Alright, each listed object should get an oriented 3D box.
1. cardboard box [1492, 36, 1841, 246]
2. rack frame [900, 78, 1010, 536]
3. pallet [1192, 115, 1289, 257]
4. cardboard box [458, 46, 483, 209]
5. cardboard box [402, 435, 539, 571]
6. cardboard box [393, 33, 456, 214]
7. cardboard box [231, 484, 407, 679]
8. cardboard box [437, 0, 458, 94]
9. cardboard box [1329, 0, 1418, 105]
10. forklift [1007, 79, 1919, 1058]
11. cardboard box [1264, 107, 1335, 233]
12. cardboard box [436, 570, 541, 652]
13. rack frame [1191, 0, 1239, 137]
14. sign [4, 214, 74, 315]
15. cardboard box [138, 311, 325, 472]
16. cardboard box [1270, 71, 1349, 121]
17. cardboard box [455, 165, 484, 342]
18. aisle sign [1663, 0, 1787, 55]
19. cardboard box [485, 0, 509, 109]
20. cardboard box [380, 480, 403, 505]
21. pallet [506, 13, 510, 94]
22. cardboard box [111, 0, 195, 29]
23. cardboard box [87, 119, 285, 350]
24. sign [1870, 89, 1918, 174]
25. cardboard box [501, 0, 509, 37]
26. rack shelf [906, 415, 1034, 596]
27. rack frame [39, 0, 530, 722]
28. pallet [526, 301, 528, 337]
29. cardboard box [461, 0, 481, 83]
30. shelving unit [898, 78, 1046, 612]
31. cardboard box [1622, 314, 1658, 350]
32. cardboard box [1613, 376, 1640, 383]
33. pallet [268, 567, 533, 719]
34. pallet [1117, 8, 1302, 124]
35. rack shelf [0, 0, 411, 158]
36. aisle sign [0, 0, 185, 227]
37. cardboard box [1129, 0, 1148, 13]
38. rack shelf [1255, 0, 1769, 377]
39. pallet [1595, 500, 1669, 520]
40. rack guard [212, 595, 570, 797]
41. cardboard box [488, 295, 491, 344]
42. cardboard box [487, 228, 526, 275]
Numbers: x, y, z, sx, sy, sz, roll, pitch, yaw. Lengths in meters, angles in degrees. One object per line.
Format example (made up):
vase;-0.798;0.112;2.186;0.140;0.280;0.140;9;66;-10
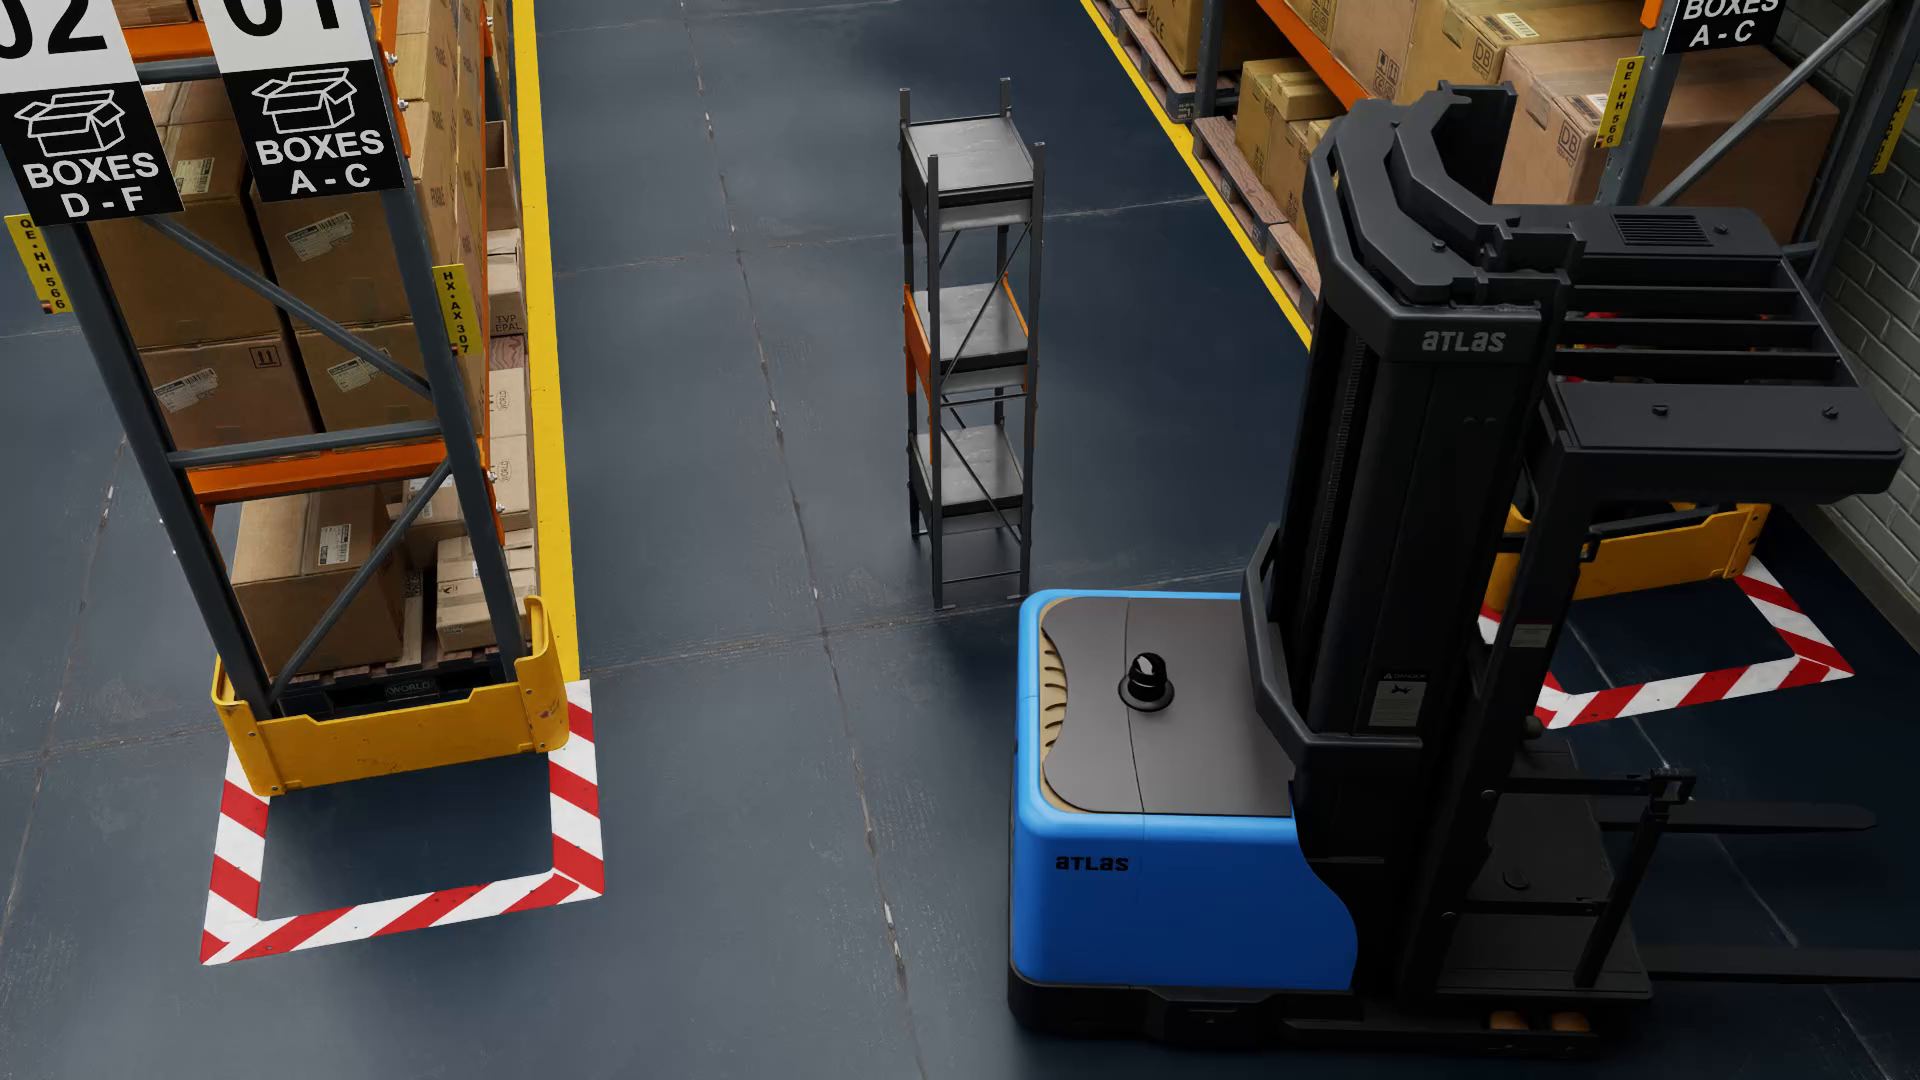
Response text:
cardboard box;2.634;-1.459;6.408;0.980;0.700;0.700;-7;42;-7
rack frame;-0.017;-0.836;6.610;0.400;2.100;0.015;-8;42;-9
pallet;1.978;-2.063;9.416;1.003;0.211;1.213;-8;42;-9
cardboard box;-2.249;-1.652;6.776;0.500;0.500;0.500;-8;42;-9
cardboard box;-2.030;-0.159;6.909;0.500;0.250;0.500;-8;42;-9
cardboard box;-2.041;-1.380;5.716;0.500;0.500;0.500;-8;42;-9
cardboard box;-2.440;0.148;6.376;0.500;0.500;0.500;-8;42;-9
cardboard box;-2.254;-2.034;6.453;0.500;0.500;0.500;-9;42;-10
cardboard box;2.311;-2.424;7.496;0.980;0.700;0.700;-10;43;-11
forklift;1.683;0.214;4.801;3.031;2.935;1.130;1;42;1
cardboard box;2.057;-2.007;8.818;0.700;0.500;0.500;-9;42;-10
cardboard box;-1.837;0.276;6.496;0.380;0.149;0.250;-8;42;-9
rack frame;1.891;-3.610;9.058;1.000;3.000;0.127;-8;42;-9
sign;-2.628;-0.790;4.770;0.100;0.325;0.005;-8;42;-9
cardboard box;-2.445;-0.594;5.584;0.500;0.500;0.500;-7;42;-8
cardboard box;1.848;-2.328;8.691;0.380;0.149;0.250;-7;42;-8
cardboard box;-2.037;-1.002;6.044;0.500;0.500;0.500;-9;42;-10
aisle sign;2.477;-1.900;5.173;0.394;0.787;0.004;-8;42;-9
cardboard box;-2.938;-2.821;9.719;0.500;0.500;0.500;-8;42;-9
cardboard box;-2.616;-0.379;7.157;0.500;0.250;0.500;-8;42;-9
pallet;-3.425;-3.170;10.662;1.003;0.211;1.213;-8;42;-9
cardboard box;-2.450;-1.666;4.721;0.500;0.250;0.500;-8;42;-9
cardboard box;-2.447;-0.966;5.250;0.500;0.500;0.500;-9;42;-10
sign;3.297;-1.447;5.908;0.100;0.325;0.005;-8;42;-9
cardboard box;-3.147;-3.473;10.455;0.500;0.500;0.500;-10;43;-11
rack shelf;0.036;-0.144;6.906;0.431;0.518;0.480;-8;42;-9
rack frame;-2.082;-0.305;5.334;1.000;3.000;0.127;-8;42;-9
pallet;-2.798;-1.410;8.680;1.003;0.211;1.213;-8;42;-9
cardboard box;-2.474;-2.314;7.522;0.500;0.500;0.500;-7;42;-8
shelving unit;0.036;-0.678;6.432;0.431;2.100;0.503;-8;42;-9
cardboard box;2.728;-0.869;7.048;0.380;0.149;0.250;-8;42;-9
cardboard box;2.505;-0.679;7.322;0.700;0.500;0.500;-8;42;-9
pallet;-2.271;0.172;6.898;1.003;0.211;1.213;-8;42;-9
pallet;1.651;-3.057;10.535;1.003;0.211;1.213;-8;42;-9
rack shelf;-2.514;-2.455;6.038;1.077;0.370;4.000;-8;42;-9
aisle sign;-2.366;-1.189;4.372;0.394;0.787;0.004;-8;42;-9
cardboard box;1.429;-3.942;10.734;0.750;0.750;0.750;-7;42;-8
rack shelf;2.322;-2.045;7.836;1.077;0.370;4.000;-8;42;-9
pallet;2.505;-0.482;7.634;1.003;0.211;1.213;-8;42;-9
rack guard;-2.098;0.580;6.220;1.175;0.500;0.348;-8;42;-9
cardboard box;-2.535;-0.912;7.567;0.797;0.503;0.637;-8;42;-9
cardboard box;-2.406;-1.433;8.421;0.380;0.149;0.250;-8;42;-9
